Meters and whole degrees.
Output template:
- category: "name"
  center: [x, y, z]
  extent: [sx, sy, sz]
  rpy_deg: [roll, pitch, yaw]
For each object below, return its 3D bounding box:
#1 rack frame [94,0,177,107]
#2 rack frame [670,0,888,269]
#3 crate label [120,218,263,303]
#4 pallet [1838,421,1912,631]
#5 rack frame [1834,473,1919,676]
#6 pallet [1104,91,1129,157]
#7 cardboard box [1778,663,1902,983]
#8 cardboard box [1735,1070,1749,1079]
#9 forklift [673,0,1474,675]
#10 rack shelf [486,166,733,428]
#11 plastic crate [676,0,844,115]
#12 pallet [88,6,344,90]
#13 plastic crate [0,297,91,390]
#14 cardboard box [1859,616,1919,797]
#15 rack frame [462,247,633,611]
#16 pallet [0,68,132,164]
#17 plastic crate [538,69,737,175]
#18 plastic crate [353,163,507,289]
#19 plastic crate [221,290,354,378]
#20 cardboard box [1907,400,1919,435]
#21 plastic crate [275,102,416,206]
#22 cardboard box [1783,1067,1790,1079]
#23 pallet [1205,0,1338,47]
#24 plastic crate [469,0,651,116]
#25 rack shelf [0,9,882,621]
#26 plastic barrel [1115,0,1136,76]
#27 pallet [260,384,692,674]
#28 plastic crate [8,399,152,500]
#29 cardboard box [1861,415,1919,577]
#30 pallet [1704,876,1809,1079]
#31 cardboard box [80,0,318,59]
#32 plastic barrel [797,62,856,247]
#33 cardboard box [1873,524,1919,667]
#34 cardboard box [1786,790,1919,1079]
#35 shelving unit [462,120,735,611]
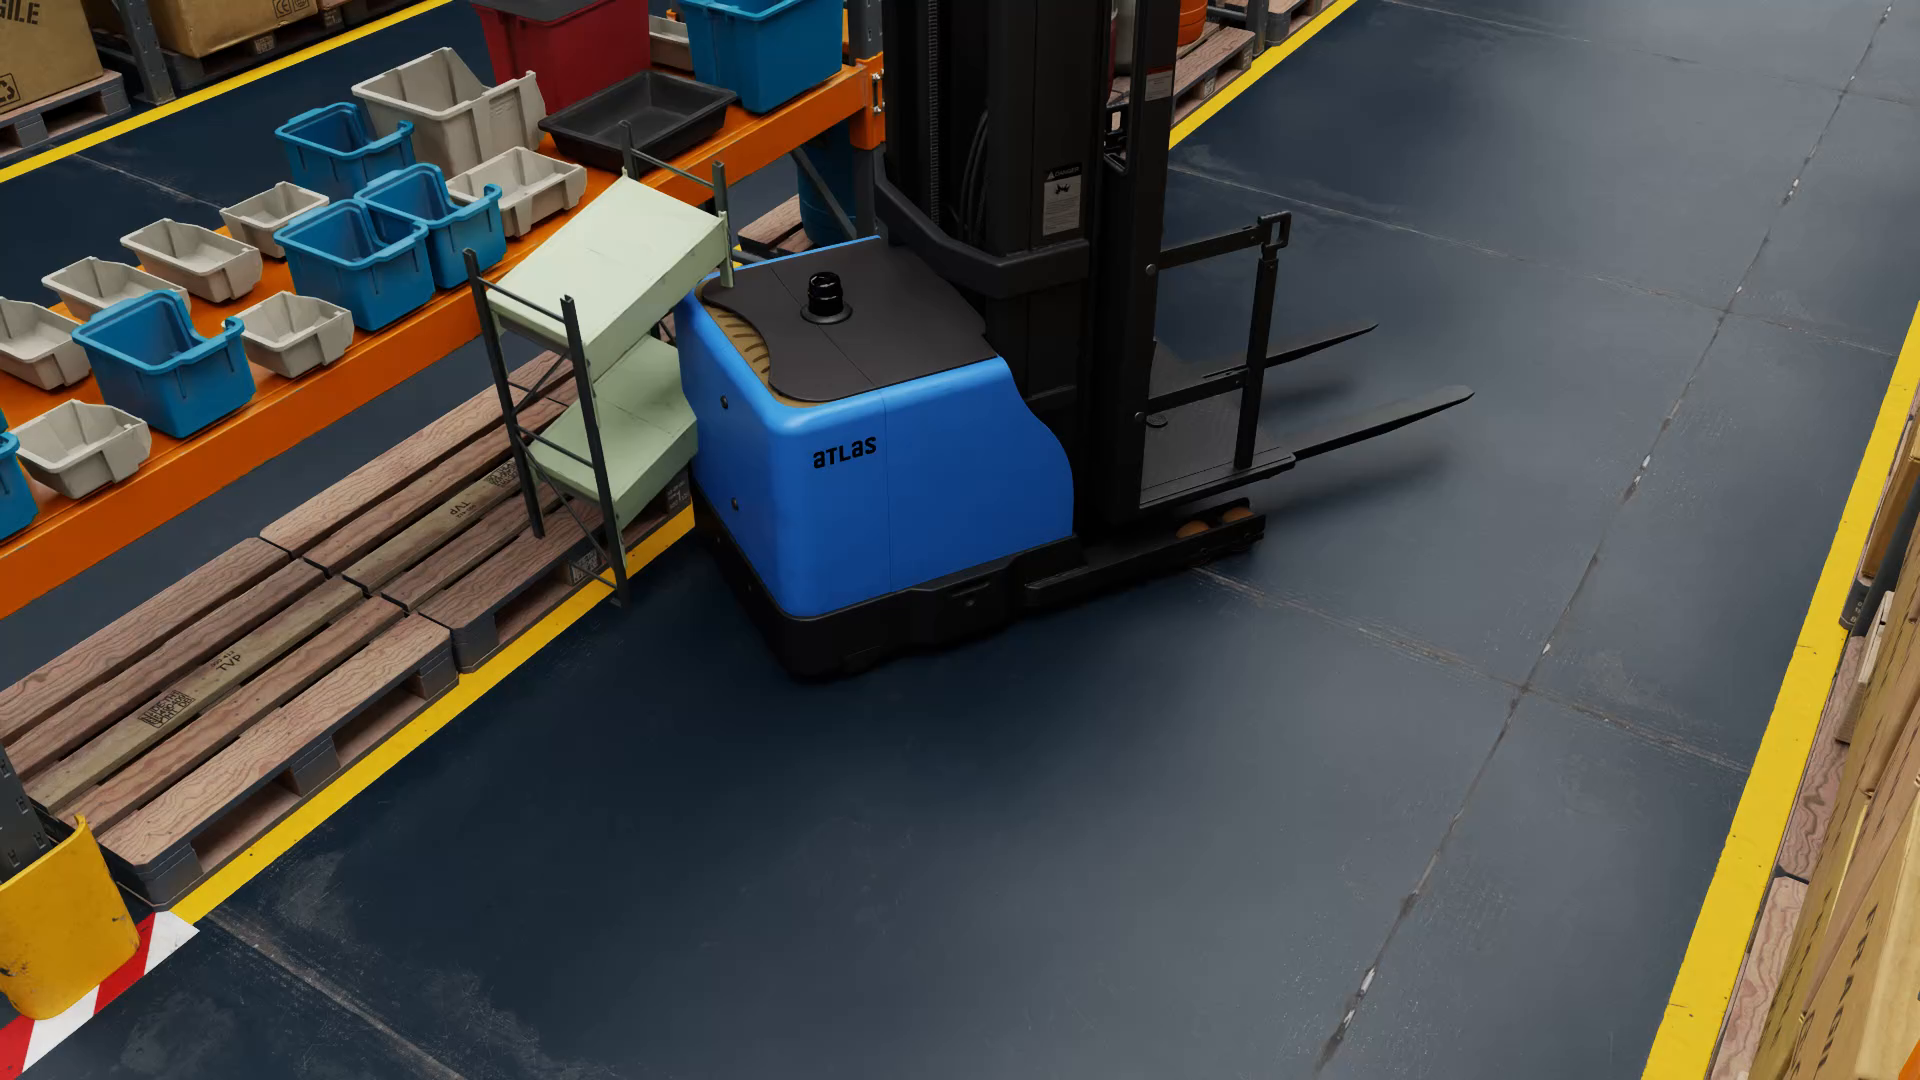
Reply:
- category: "rack frame"
  center: [-4.936, -3.838, 8.771]
  extent: [1.000, 3.000, 0.127]
  rpy_deg: [21, 42, 25]
- category: "rack frame"
  center: [-0.754, -2.217, 6.670]
  extent: [1.000, 3.000, 0.127]
  rpy_deg: [21, 42, 25]
- category: "crate label"
  center: [-2.317, -0.851, 5.063]
  extent: [0.396, 0.136, 0.243]
  rpy_deg: [21, 42, 25]
- category: "pallet"
  center: [3.830, 0.077, 5.977]
  extent: [1.003, 0.211, 1.213]
  rpy_deg: [21, 42, 25]
- category: "rack frame"
  center: [3.426, -0.595, 4.565]
  extent: [1.000, 3.000, 0.127]
  rpy_deg: [21, 42, 25]
- category: "pallet"
  center: [0.347, -2.129, 8.838]
  extent: [1.003, 0.211, 1.213]
  rpy_deg: [21, 42, 25]
- category: "cardboard box"
  center: [1.840, 0.583, 2.955]
  extent: [0.500, 0.500, 0.500]
  rpy_deg: [22, 43, 25]
- category: "cardboard box"
  center: [1.901, 1.541, 3.686]
  extent: [0.500, 0.250, 0.500]
  rpy_deg: [21, 42, 25]
- category: "forklift"
  center: [0.560, -1.335, 5.581]
  extent: [3.031, 2.935, 1.130]
  rpy_deg: [-17, 41, -21]
- category: "rack shelf"
  center: [-1.114, -0.785, 5.317]
  extent: [0.431, 0.370, 0.720]
  rpy_deg: [26, 54, 17]
- category: "plastic crate"
  center: [-0.716, -1.883, 6.199]
  extent: [0.392, 0.384, 0.575]
  rpy_deg: [21, 42, 25]
- category: "pallet"
  center: [-4.587, -3.156, 10.171]
  extent: [1.003, 0.211, 1.213]
  rpy_deg: [21, 42, 25]
- category: "plastic crate"
  center: [-2.613, -0.554, 4.679]
  extent: [0.396, 0.136, 0.243]
  rpy_deg: [21, 42, 25]
- category: "cardboard box"
  center: [1.833, 0.182, 2.656]
  extent: [0.500, 0.500, 0.500]
  rpy_deg: [22, 43, 26]
- category: "rack frame"
  center: [-1.317, -0.301, 5.417]
  extent: [0.400, 1.500, 0.023]
  rpy_deg: [26, 54, 17]
- category: "pallet"
  center: [-5.410, -2.367, 9.147]
  extent: [1.003, 0.211, 1.213]
  rpy_deg: [21, 42, 25]
- category: "plastic crate"
  center: [-1.127, -1.467, 5.873]
  extent: [0.437, 0.125, 0.590]
  rpy_deg: [21, 42, 25]
- category: "plastic crate"
  center: [-1.621, -0.966, 5.134]
  extent: [0.416, 0.233, 0.300]
  rpy_deg: [21, 42, 25]
- category: "plastic crate"
  center: [-1.882, -0.582, 4.715]
  extent: [0.250, 0.136, 0.298]
  rpy_deg: [21, 42, 25]
- category: "cardboard box"
  center: [3.990, -0.638, 6.308]
  extent: [0.500, 0.500, 0.500]
  rpy_deg: [22, 43, 26]
- category: "plastic crate"
  center: [-2.013, -1.255, 5.510]
  extent: [0.416, 0.233, 0.300]
  rpy_deg: [21, 42, 25]
- category: "cardboard box"
  center: [1.293, 1.107, 2.275]
  extent: [0.500, 0.500, 0.500]
  rpy_deg: [23, 43, 26]
- category: "pallet"
  center: [1.837, -3.562, 10.698]
  extent: [1.003, 0.211, 1.213]
  rpy_deg: [21, 42, 25]
- category: "plastic crate"
  center: [-1.444, -1.888, 6.141]
  extent: [0.402, 0.464, 0.583]
  rpy_deg: [21, 42, 25]
- category: "rack shelf"
  center: [-1.826, -0.902, 5.552]
  extent: [1.077, 0.370, 4.000]
  rpy_deg: [21, 42, 25]
- category: "plastic barrel"
  center: [0.914, -2.882, 9.226]
  extent: [0.421, 0.512, 0.421]
  rpy_deg: [0, 38, 0]
- category: "pallet"
  center: [-1.768, -0.090, 6.194]
  extent: [1.003, 0.211, 1.213]
  rpy_deg: [21, 42, 25]
- category: "plastic crate"
  center: [-2.245, -0.233, 4.262]
  extent: [0.250, 0.136, 0.298]
  rpy_deg: [21, 42, 25]
- category: "cardboard box"
  center: [3.449, -0.128, 5.646]
  extent: [0.500, 0.500, 0.500]
  rpy_deg: [21, 42, 25]
- category: "pallet"
  center: [2.405, 1.494, 4.139]
  extent: [1.003, 0.211, 1.213]
  rpy_deg: [21, 42, 25]
- category: "cardboard box"
  center: [-4.610, -3.499, 9.728]
  extent: [1.225, 0.875, 0.875]
  rpy_deg: [21, 42, 25]
- category: "plastic barrel"
  center: [-0.448, -1.828, 7.539]
  extent: [0.600, 0.901, 0.708]
  rpy_deg: [21, 42, 25]
- category: "cardboard box"
  center: [2.382, 0.061, 3.632]
  extent: [0.500, 0.500, 0.500]
  rpy_deg: [21, 42, 25]
- category: "cardboard box"
  center: [1.290, 0.712, 1.969]
  extent: [0.500, 0.500, 0.500]
  rpy_deg: [21, 42, 25]
- category: "shelving unit"
  center: [-1.129, -0.540, 5.620]
  extent: [0.431, 1.500, 0.755]
  rpy_deg: [26, 54, 17]
